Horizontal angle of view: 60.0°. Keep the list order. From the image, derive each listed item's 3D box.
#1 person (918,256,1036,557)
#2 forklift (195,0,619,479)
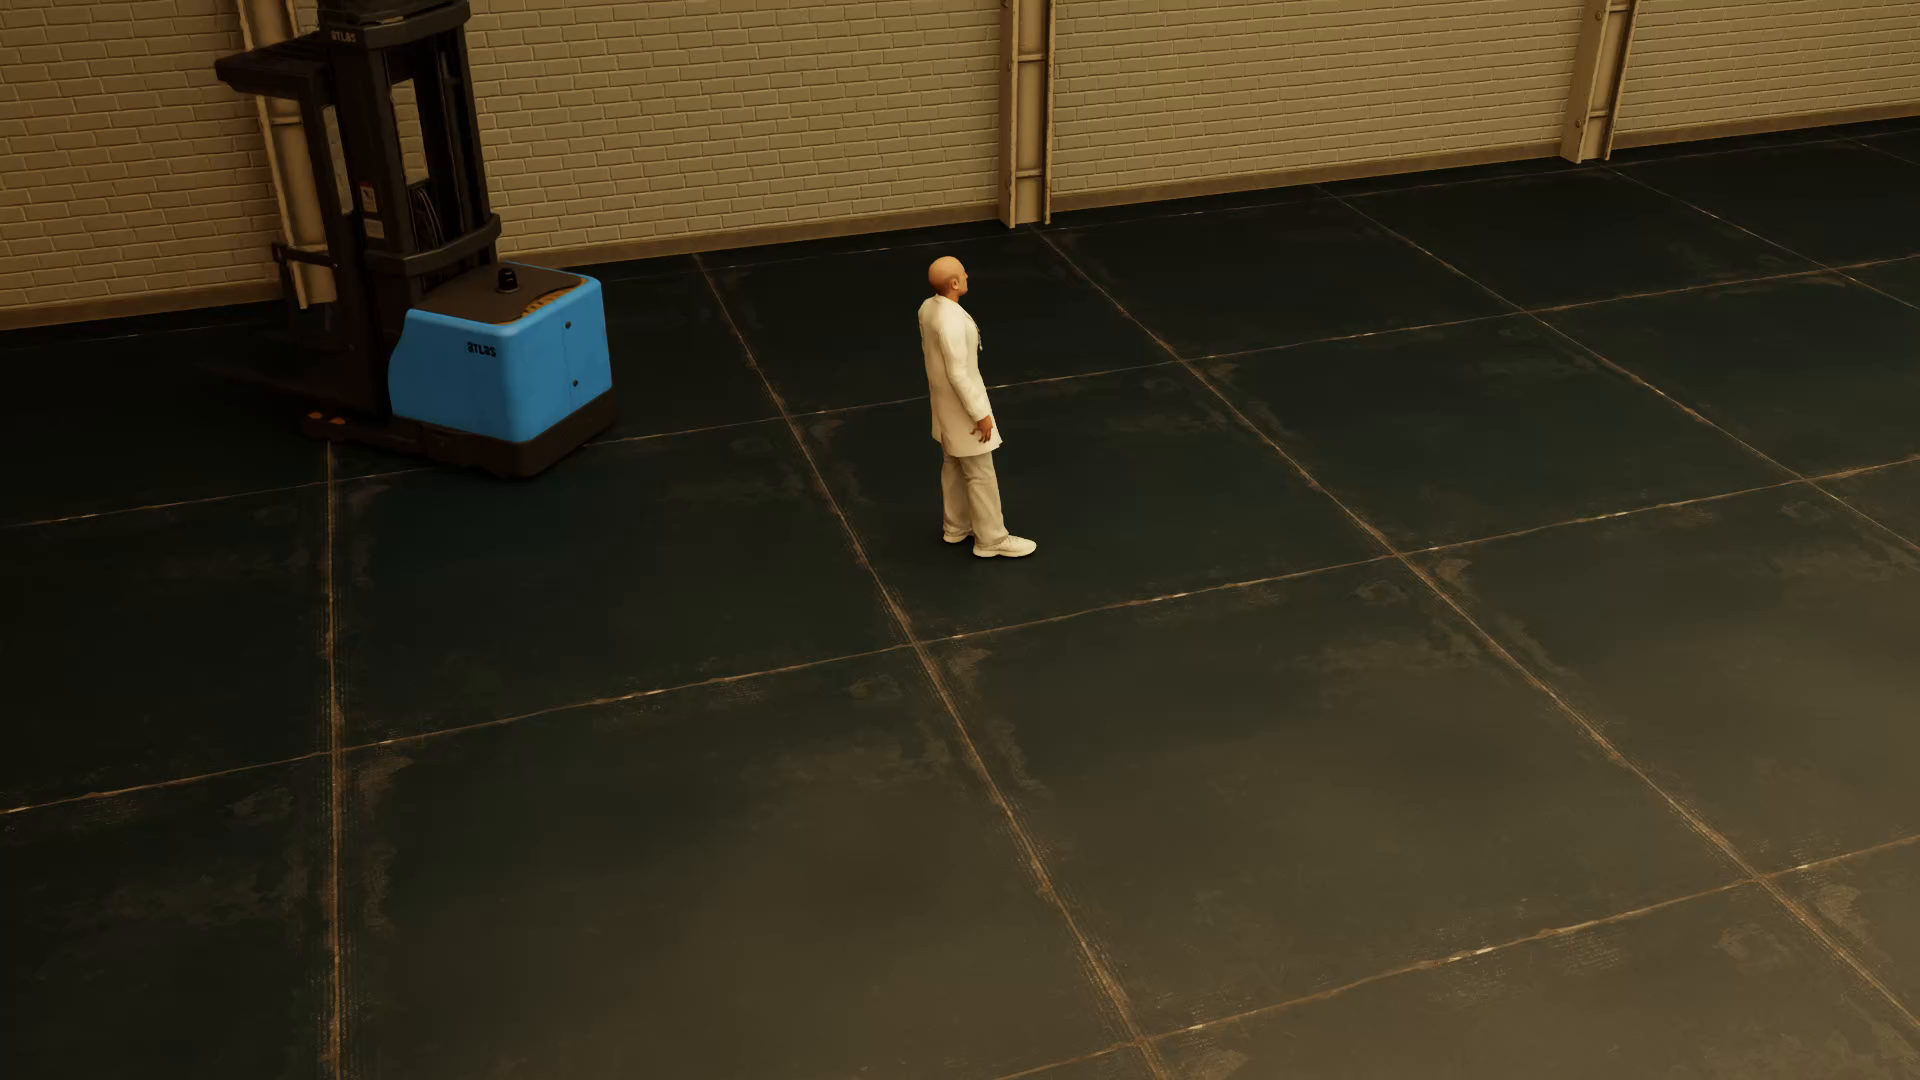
[{"bbox_3d":[0.087,-0.789,9.600,0.581,1.775,0.694,-10,31,-16],"label":"person"},{"bbox_3d":[-3.886,-2.146,10.817,3.031,2.935,1.130,13,32,21],"label":"forklift"}]
